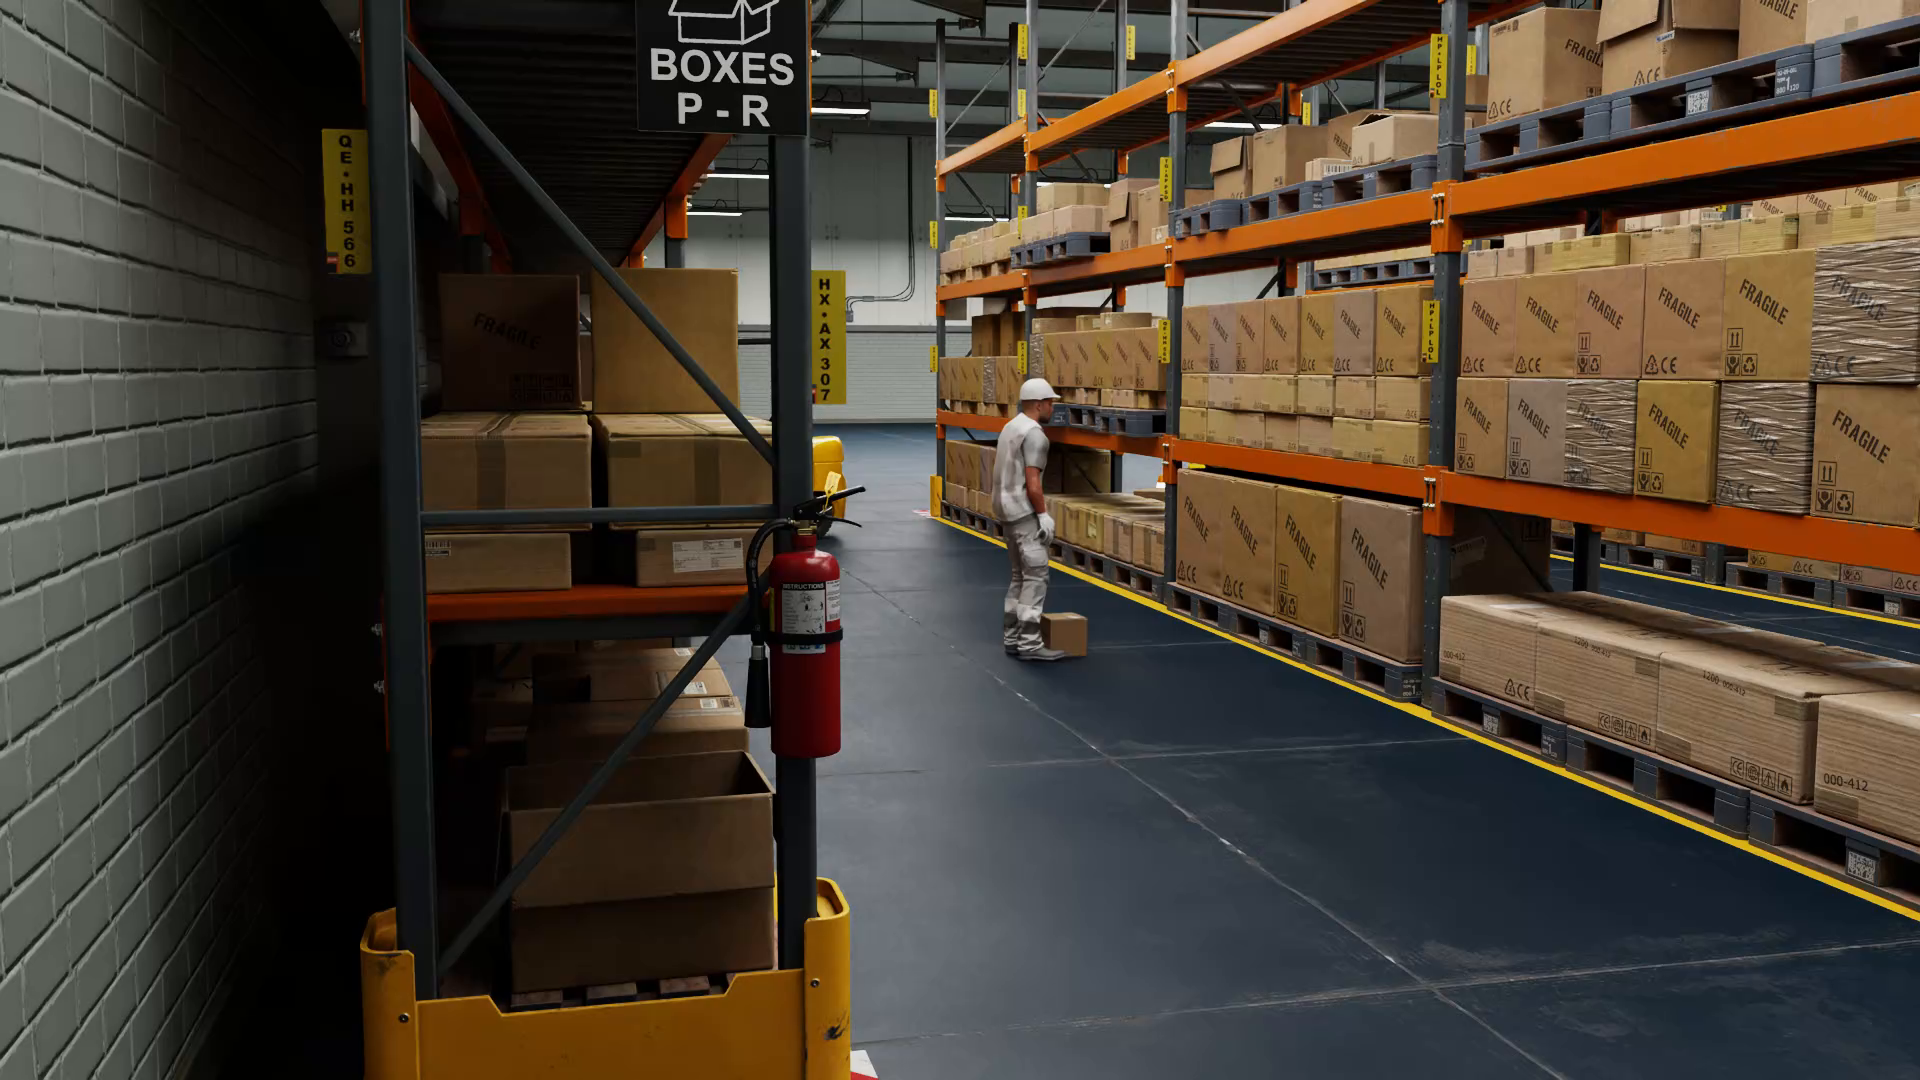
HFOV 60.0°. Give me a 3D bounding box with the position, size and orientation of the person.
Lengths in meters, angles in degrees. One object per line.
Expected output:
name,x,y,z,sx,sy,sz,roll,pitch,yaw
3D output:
person,0.440,-0.137,10.620,0.447,1.778,0.592,-2,6,-16
